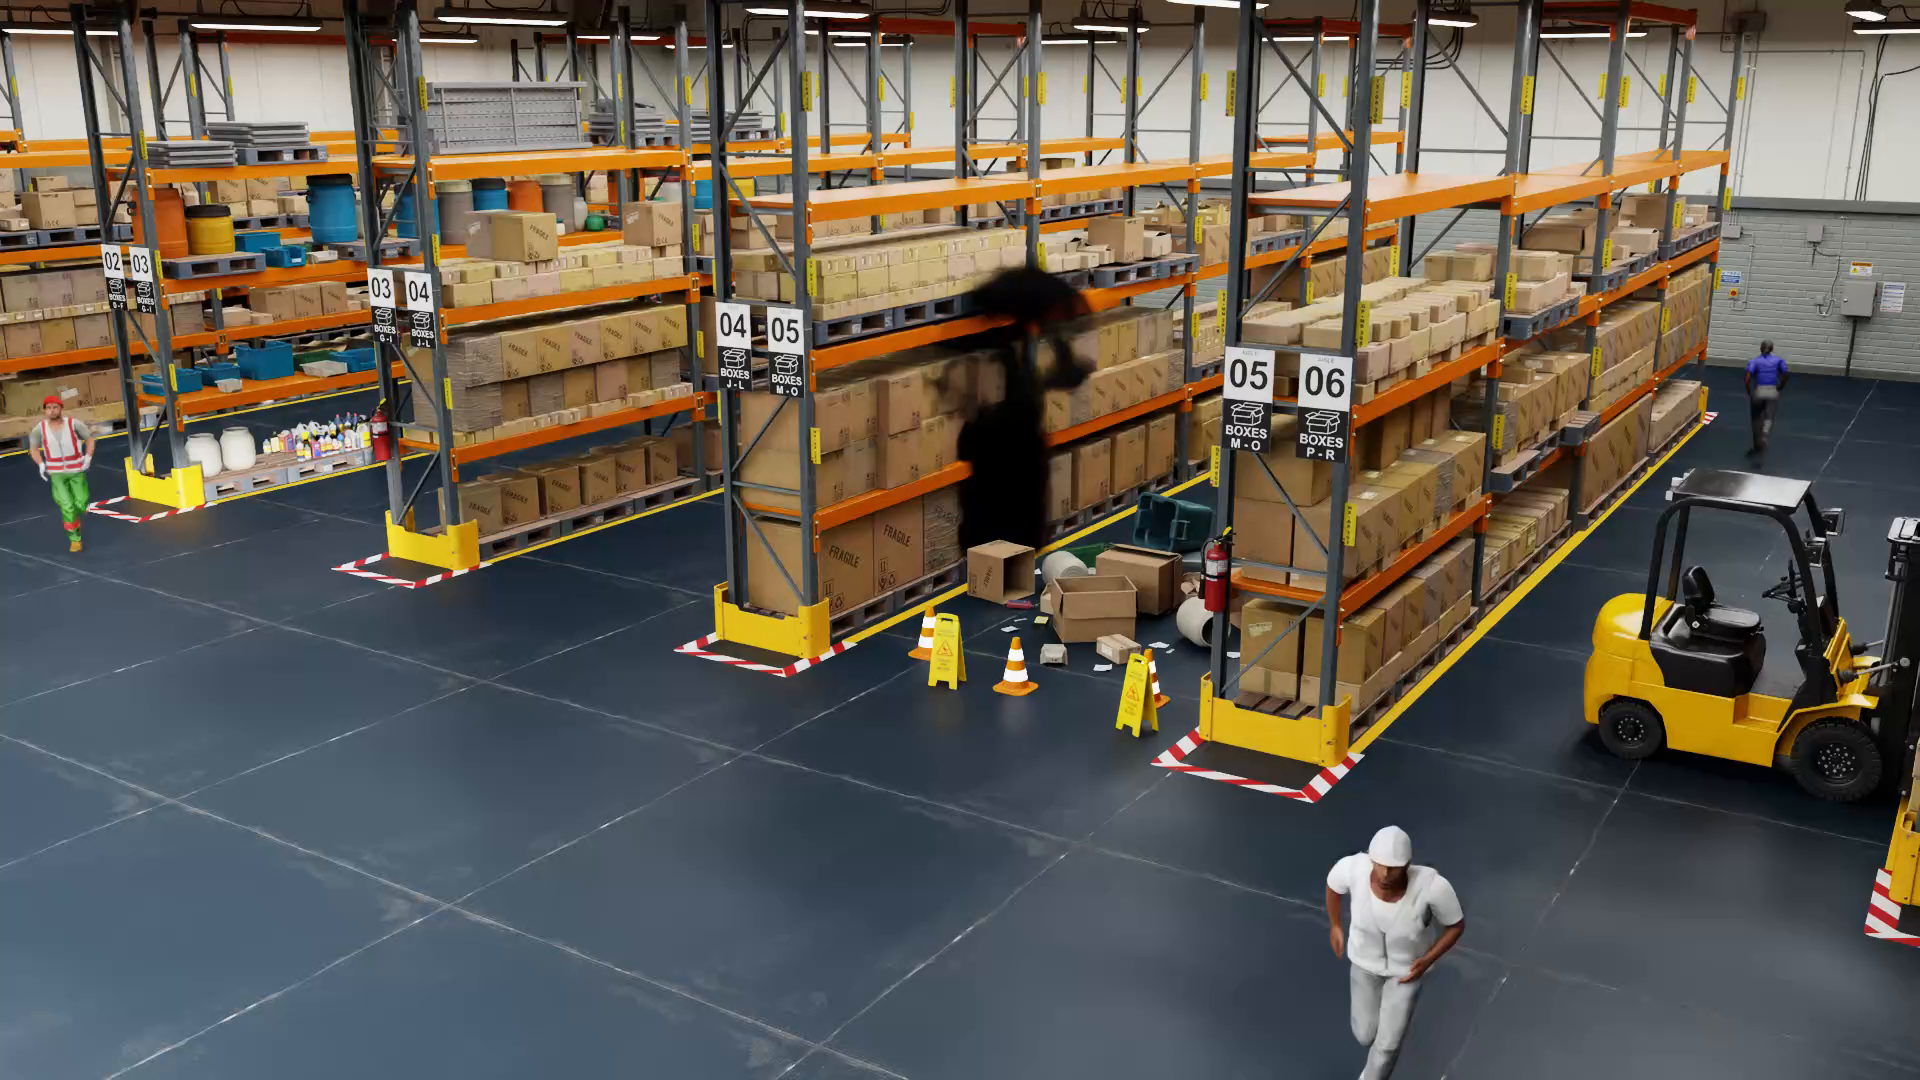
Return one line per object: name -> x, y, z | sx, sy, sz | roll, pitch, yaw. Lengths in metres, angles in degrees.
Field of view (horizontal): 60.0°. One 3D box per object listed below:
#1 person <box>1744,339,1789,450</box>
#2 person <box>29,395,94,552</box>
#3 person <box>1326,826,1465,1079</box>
person -> 11.302, -1.964, 23.388 | 0.574, 1.632, 0.937 | 6, 17, 21
person -> -10.091, -0.772, 18.761 | 0.651, 1.757, 0.627 | -8, 17, -27
person -> 2.182, 2.145, 8.443 | 0.697, 1.693, 0.844 | 6, 17, 20
